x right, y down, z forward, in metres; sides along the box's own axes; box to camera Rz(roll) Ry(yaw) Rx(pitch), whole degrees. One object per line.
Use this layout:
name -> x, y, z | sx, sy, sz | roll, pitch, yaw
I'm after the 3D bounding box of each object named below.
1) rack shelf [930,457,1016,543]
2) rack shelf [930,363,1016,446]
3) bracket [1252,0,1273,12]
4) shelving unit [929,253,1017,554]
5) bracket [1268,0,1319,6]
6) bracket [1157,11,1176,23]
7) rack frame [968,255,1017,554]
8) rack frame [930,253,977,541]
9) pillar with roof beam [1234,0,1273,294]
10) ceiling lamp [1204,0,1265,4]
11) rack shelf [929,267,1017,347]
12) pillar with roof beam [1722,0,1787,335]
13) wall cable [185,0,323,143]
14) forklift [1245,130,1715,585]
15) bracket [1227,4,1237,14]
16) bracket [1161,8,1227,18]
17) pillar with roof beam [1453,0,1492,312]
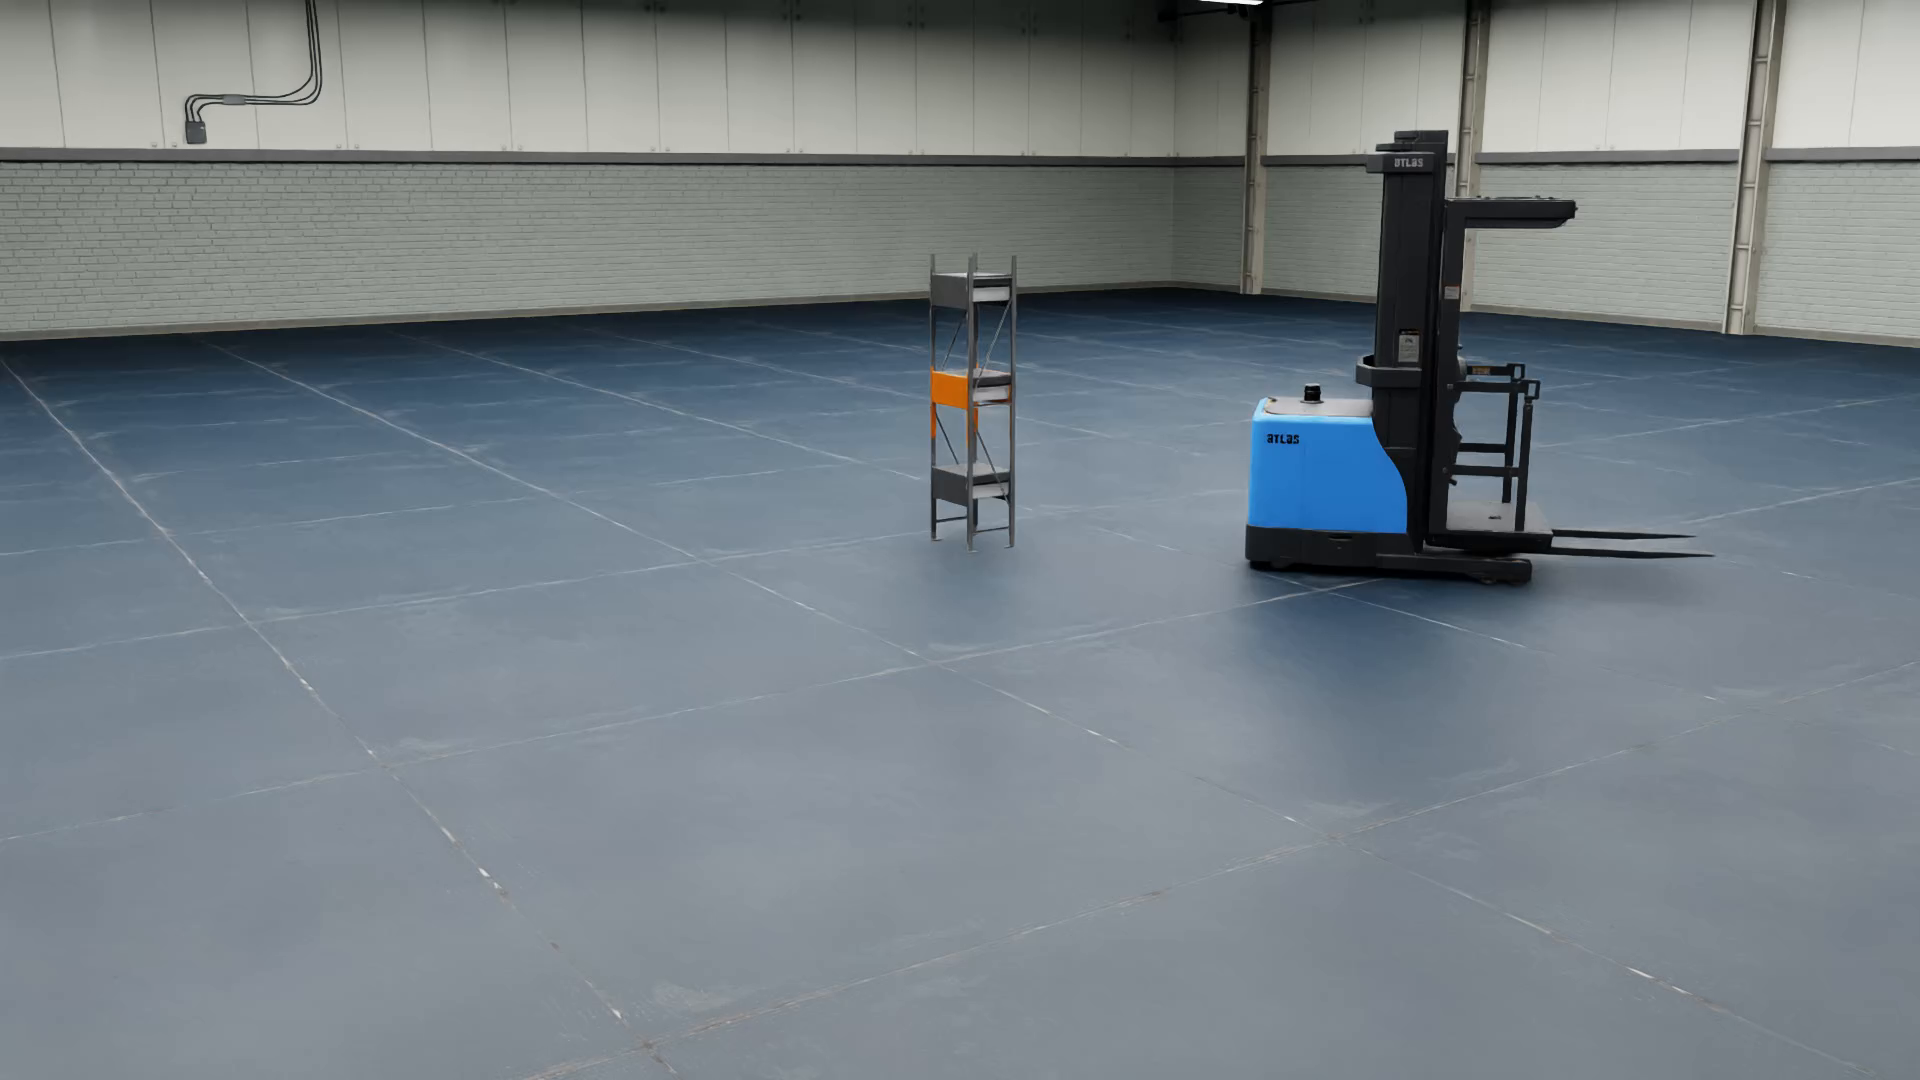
rack shelf -> 0.092, -0.299, 12.155 | 0.431, 0.518, 0.480 | -8, 15, -33
rack shelf -> 0.092, -0.983, 12.006 | 0.431, 0.518, 0.480 | -8, 15, -33
bracket -> 6.636, -11.714, 36.440 | 0.235, 0.232, 0.430 | -8, 15, -33
shelving unit -> 0.092, -0.996, 12.003 | 0.431, 2.100, 0.503 | -8, 15, -33
bracket -> 8.064, -11.256, 34.345 | 0.076, 0.066, 4.783 | -8, 15, -33
bracket -> 4.863, -12.284, 39.043 | 0.235, 0.232, 0.430 | -8, 15, -33
rack frame -> 0.227, -0.953, 11.804 | 0.400, 2.100, 0.015 | -8, 15, -33
rack frame -> -0.043, -1.040, 12.201 | 0.400, 2.100, 0.015 | -8, 15, -33
pillar with roof beam -> 3.118, -9.562, 35.024 | 9.100, 9.000, 0.548 | -8, 15, -33
ceiling lamp -> 4.713, -11.649, 30.903 | 2.000, 3.185, 0.800 | -8, 15, -33
rack shelf -> 0.092, -1.667, 11.856 | 0.431, 0.518, 0.480 | -8, 15, -33
pillar with roof beam -> 9.767, -7.428, 25.265 | 9.100, 9.000, 0.400 | -8, 15, -33
wall cable -> -12.141, -9.806, 28.179 | 2.305, 6.003, 0.169 | -8, 15, -33
forklift -> 3.537, -1.257, 11.249 | 3.031, 2.935, 1.130 | 3, 13, 13
bracket -> 6.176, -11.862, 37.115 | 0.235, 0.232, 0.430 | -8, 15, -33
bracket -> 5.191, -12.178, 38.562 | 0.076, 0.066, 3.189 | -8, 15, -33
pillar with roof beam -> 6.442, -8.495, 30.145 | 9.100, 9.000, 0.400 | -8, 15, -33
